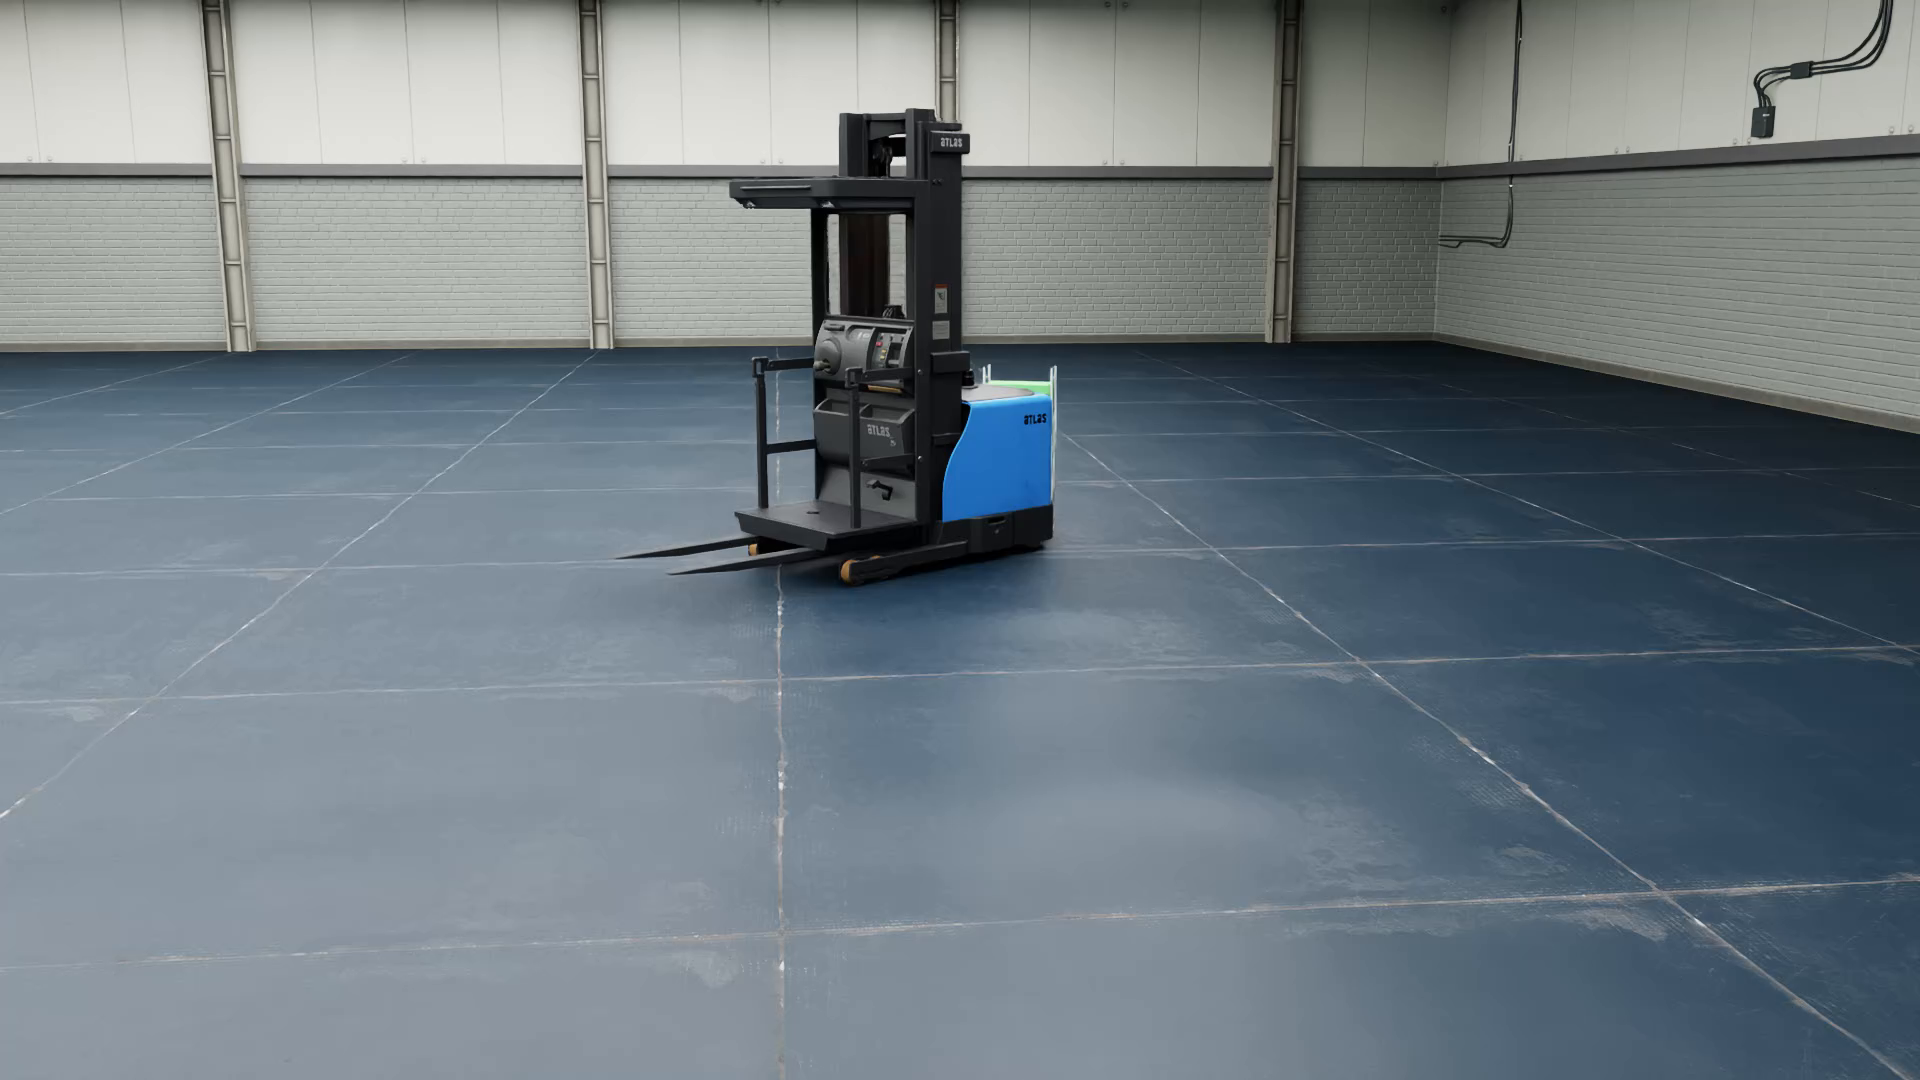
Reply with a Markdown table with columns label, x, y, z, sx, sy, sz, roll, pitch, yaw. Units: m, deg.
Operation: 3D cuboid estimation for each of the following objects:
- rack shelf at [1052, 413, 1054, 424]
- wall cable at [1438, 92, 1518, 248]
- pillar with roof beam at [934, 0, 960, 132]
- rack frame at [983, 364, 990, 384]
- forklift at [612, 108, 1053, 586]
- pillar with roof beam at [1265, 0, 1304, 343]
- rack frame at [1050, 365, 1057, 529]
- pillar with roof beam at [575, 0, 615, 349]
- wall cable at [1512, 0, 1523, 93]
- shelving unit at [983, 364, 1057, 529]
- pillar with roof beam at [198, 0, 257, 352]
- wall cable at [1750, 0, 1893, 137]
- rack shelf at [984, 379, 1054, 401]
| label | x | y | z | sx | sy | sz | roll | pitch | yaw |
| --- | --- | --- | --- | --- | --- | --- | --- | --- | --- |
| rack shelf | 0.435 | -0.842 | 12.125 | 0.480 | 0.148 | 0.258 | 2 | 11 | 10 |
| wall cable | 8.814 | -6.278 | 28.522 | 0.112 | 2.526 | 3.097 | -1 | 11 | -6 |
| pillar with roof beam | 0.243 | -7.043 | 24.365 | 0.400 | 9.000 | 9.100 | -1 | 11 | -6 |
| rack frame | 0.195 | -0.677 | 12.202 | 0.015 | 1.200 | 0.240 | 2 | 11 | 10 |
| forklift | -0.786 | -1.265 | 10.703 | 3.031 | 2.935 | 1.130 | -10 | 15 | -41 |
| pillar with roof beam | 6.207 | -7.168 | 25.000 | 0.400 | 9.000 | 9.100 | -1 | 11 | -6 |
| rack frame | 0.675 | -0.660 | 12.117 | 0.015 | 1.200 | 0.240 | 2 | 11 | 10 |
| pillar with roof beam | -5.722 | -6.918 | 23.729 | 0.400 | 9.000 | 9.100 | -1 | 11 | -6 |
| wall cable | 9.106 | -8.237 | 25.396 | 0.112 | 2.526 | 3.097 | -1 | 11 | -6 |
| shelving unit | 0.435 | -0.669 | 12.159 | 0.503 | 1.200 | 0.258 | 2 | 11 | 10 |
| pillar with roof beam | -11.687 | -6.793 | 23.093 | 0.400 | 9.000 | 9.100 | -1 | 11 | -6 |
| wall cable | 9.824 | -7.649 | 18.632 | 0.169 | 6.003 | 2.305 | -1 | 11 | -6 |
| rack shelf | 0.435 | -1.077 | 12.079 | 0.480 | 0.148 | 0.258 | 2 | 11 | 10 |
